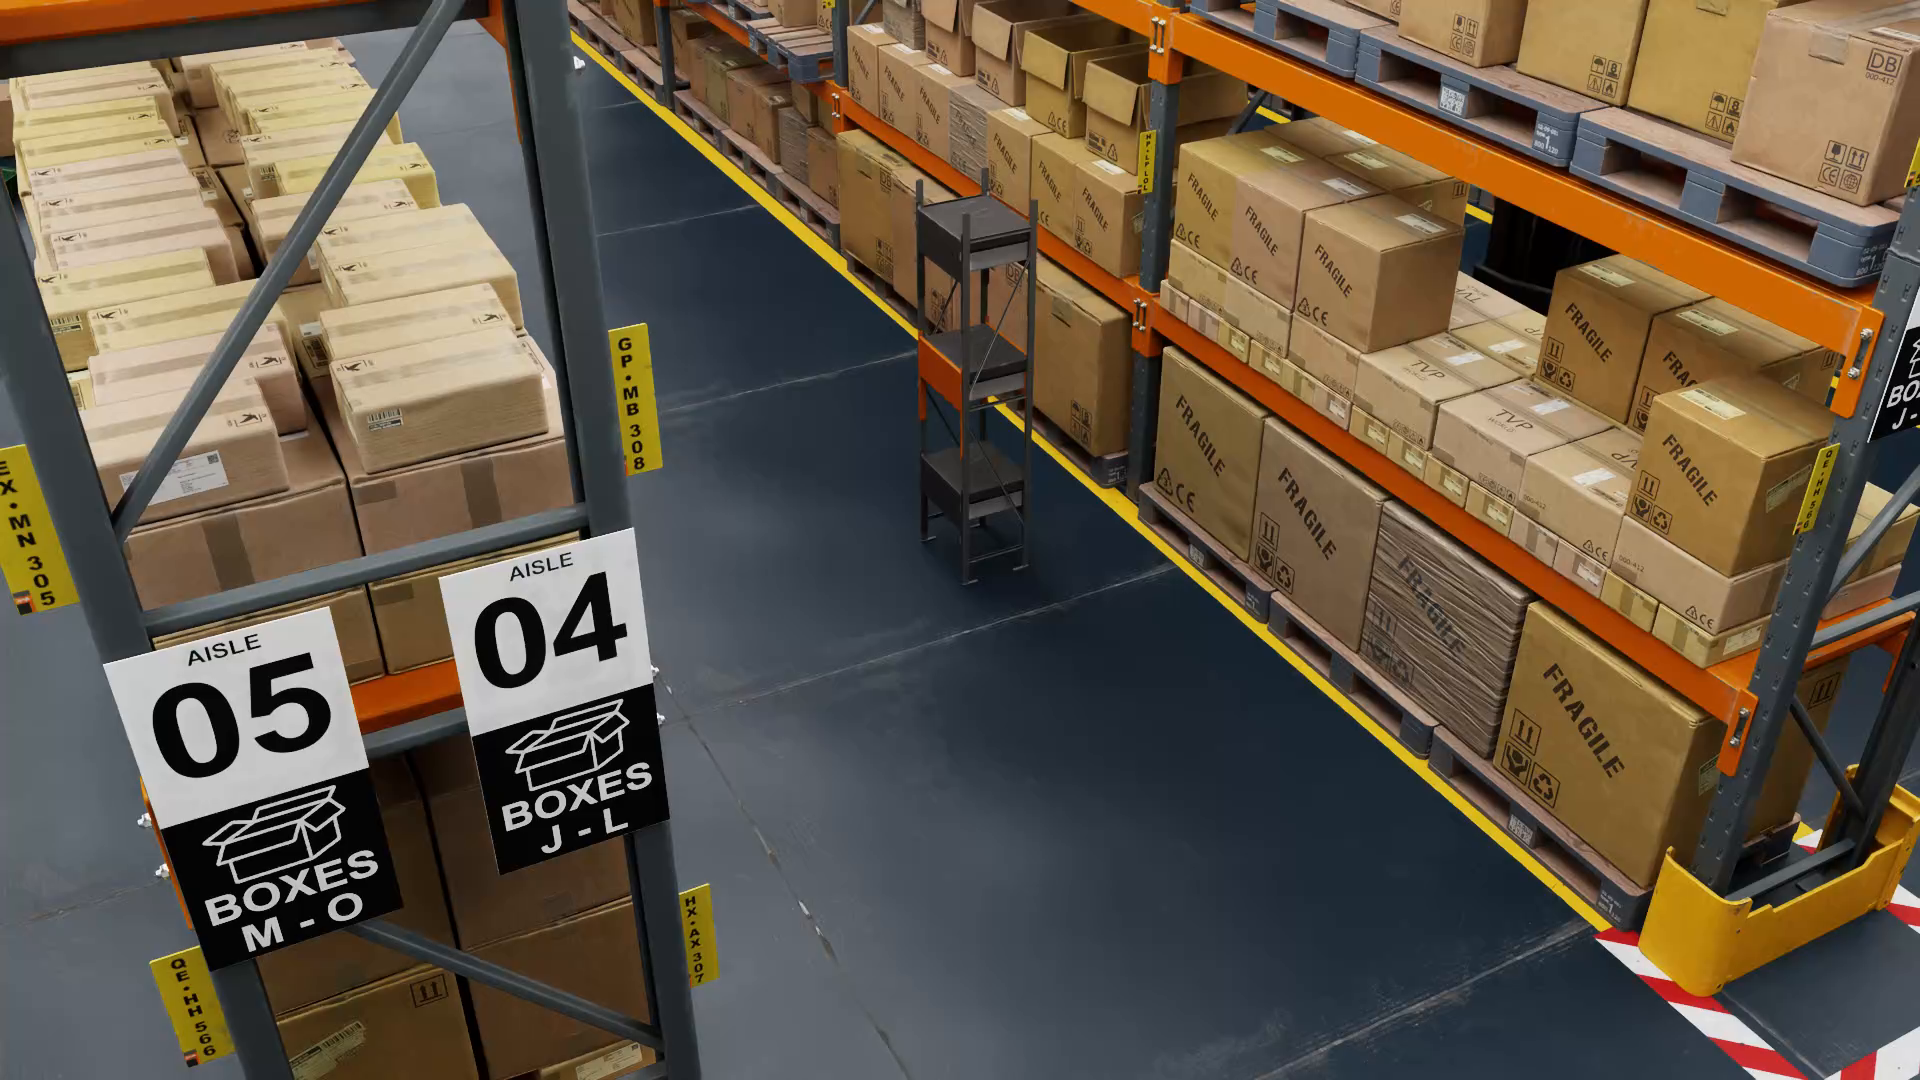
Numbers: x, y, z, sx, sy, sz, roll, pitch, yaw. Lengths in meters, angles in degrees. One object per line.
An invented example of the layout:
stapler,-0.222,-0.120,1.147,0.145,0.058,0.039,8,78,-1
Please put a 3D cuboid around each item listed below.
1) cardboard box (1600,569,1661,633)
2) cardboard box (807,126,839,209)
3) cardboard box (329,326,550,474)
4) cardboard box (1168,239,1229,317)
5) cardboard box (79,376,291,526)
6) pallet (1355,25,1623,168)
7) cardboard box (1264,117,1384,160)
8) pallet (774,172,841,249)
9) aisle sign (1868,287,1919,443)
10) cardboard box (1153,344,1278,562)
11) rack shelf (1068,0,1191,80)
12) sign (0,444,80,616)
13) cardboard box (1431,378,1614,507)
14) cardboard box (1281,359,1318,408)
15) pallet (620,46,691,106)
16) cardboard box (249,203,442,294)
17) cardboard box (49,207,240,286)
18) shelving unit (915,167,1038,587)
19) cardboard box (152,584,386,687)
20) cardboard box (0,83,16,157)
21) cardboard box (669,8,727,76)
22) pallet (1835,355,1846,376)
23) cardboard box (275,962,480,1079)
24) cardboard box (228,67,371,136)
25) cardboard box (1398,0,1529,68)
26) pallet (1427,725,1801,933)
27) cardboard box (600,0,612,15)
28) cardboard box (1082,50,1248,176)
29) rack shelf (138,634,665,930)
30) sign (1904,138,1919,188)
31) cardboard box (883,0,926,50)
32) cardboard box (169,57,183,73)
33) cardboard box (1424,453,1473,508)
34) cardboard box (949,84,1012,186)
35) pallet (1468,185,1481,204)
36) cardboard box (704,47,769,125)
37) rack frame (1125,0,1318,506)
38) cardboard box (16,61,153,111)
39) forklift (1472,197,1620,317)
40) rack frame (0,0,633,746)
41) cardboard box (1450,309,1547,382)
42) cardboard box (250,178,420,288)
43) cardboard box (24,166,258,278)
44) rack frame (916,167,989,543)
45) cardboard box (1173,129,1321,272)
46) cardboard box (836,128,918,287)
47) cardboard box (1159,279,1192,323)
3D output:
cardboard box,2.717,0.188,6.428,0.380,0.149,0.250,-15,36,-23
cardboard box,-0.763,-2.973,13.037,0.700,0.500,0.500,-18,37,-26
cardboard box,-1.088,-0.298,3.479,0.380,0.149,0.250,-16,36,-24
cardboard box,1.419,-1.388,8.518,0.500,0.250,0.500,-17,36,-24
cardboard box,-1.553,-0.171,3.280,0.380,0.149,0.250,-16,36,-24
pallet,2.369,-1.867,6.704,1.003,0.211,1.213,-16,36,-23
cardboard box,1.883,-1.842,8.531,0.500,0.500,0.500,-15,36,-22
pallet,-0.796,-2.724,13.325,1.003,0.211,1.213,-16,36,-23
aisle sign,3.065,-0.692,5.159,0.394,0.787,0.004,-16,36,-23
cardboard box,1.669,-0.563,8.948,0.875,0.875,0.875,-16,36,-23
rack shelf,0.499,-3.531,9.886,1.077,0.370,4.000,-16,36,-23
sign,-1.639,-0.014,2.908,0.100,0.325,0.005,-16,36,-23
cardboard box,2.362,-0.419,7.005,0.500,0.250,0.500,-17,36,-25
cardboard box,1.765,-0.788,7.950,0.380,0.149,0.250,-16,36,-24
pallet,-2.643,-4.572,16.209,1.003,0.211,1.213,-16,36,-23
cardboard box,-1.582,-0.686,4.454,0.500,0.250,0.500,-15,36,-23
cardboard box,-1.986,-0.671,4.060,0.380,0.149,0.250,-17,36,-24
shelving unit,0.077,-0.805,8.579,0.431,2.100,0.503,-16,36,-23
cardboard box,-1.584,0.142,3.626,0.500,0.250,0.500,-17,36,-24
cardboard box,-8.365,-3.666,14.525,0.500,0.500,0.500,-10,34,-15
cardboard box,-2.449,-4.759,15.845,0.500,0.500,0.500,-17,36,-25
pallet,6.190,-1.347,11.175,1.003,0.211,1.213,-16,36,-23
cardboard box,-1.576,1.175,4.286,0.500,0.500,0.500,-15,36,-22
cardboard box,-1.990,-1.304,5.049,0.380,0.149,0.250,-16,36,-23
cardboard box,2.215,-2.239,6.628,0.700,0.500,0.500,-14,35,-21
pallet,2.855,1.105,7.348,1.003,0.211,1.213,-16,36,-23
cardboard box,-3.578,-5.888,17.607,0.500,0.500,0.500,-7,33,-11
cardboard box,1.127,-2.384,9.186,0.797,0.503,0.637,-17,36,-24
rack shelf,-2.071,-0.423,5.034,1.077,0.370,4.000,-16,36,-23
sign,2.810,-1.180,4.802,0.100,0.325,0.005,-16,36,-23
cardboard box,-0.107,-3.637,11.142,0.797,0.503,0.637,-15,35,-22
cardboard box,-2.563,-1.671,5.991,0.500,0.250,0.500,-18,37,-25
cardboard box,2.240,-0.299,7.188,0.380,0.149,0.250,-16,36,-23
cardboard box,0.268,-2.539,10.358,0.500,0.500,0.500,-16,36,-23
pallet,4.353,-3.231,14.116,1.003,0.211,1.213,-16,36,-23
cardboard box,-1.825,-4.036,14.697,0.700,0.500,0.500,-16,36,-23
rack frame,1.432,-1.616,9.011,1.000,3.000,0.127,-16,36,-23
cardboard box,-2.737,-1.416,5.224,0.380,0.149,0.250,-17,36,-24
forklift,3.598,-1.693,9.194,1.130,2.935,3.031,24,40,32
rack frame,-1.138,-1.034,2.541,1.000,3.000,0.127,-16,36,-23
cardboard box,2.584,-0.801,7.602,0.500,0.250,0.500,-17,36,-24
cardboard box,-1.579,-0.785,4.238,0.380,0.149,0.250,-15,36,-22
cardboard box,-2.279,-0.807,4.642,0.500,0.250,0.500,-18,37,-25
rack frame,-0.037,-0.922,8.761,0.400,2.100,0.015,-16,36,-23
cardboard box,1.429,-1.701,8.312,0.500,0.500,0.500,-16,36,-23
cardboard box,-0.130,-2.473,11.928,1.225,0.875,0.875,-18,37,-25
cardboard box,1.275,-1.286,8.728,0.380,0.149,0.250,-16,36,-23
